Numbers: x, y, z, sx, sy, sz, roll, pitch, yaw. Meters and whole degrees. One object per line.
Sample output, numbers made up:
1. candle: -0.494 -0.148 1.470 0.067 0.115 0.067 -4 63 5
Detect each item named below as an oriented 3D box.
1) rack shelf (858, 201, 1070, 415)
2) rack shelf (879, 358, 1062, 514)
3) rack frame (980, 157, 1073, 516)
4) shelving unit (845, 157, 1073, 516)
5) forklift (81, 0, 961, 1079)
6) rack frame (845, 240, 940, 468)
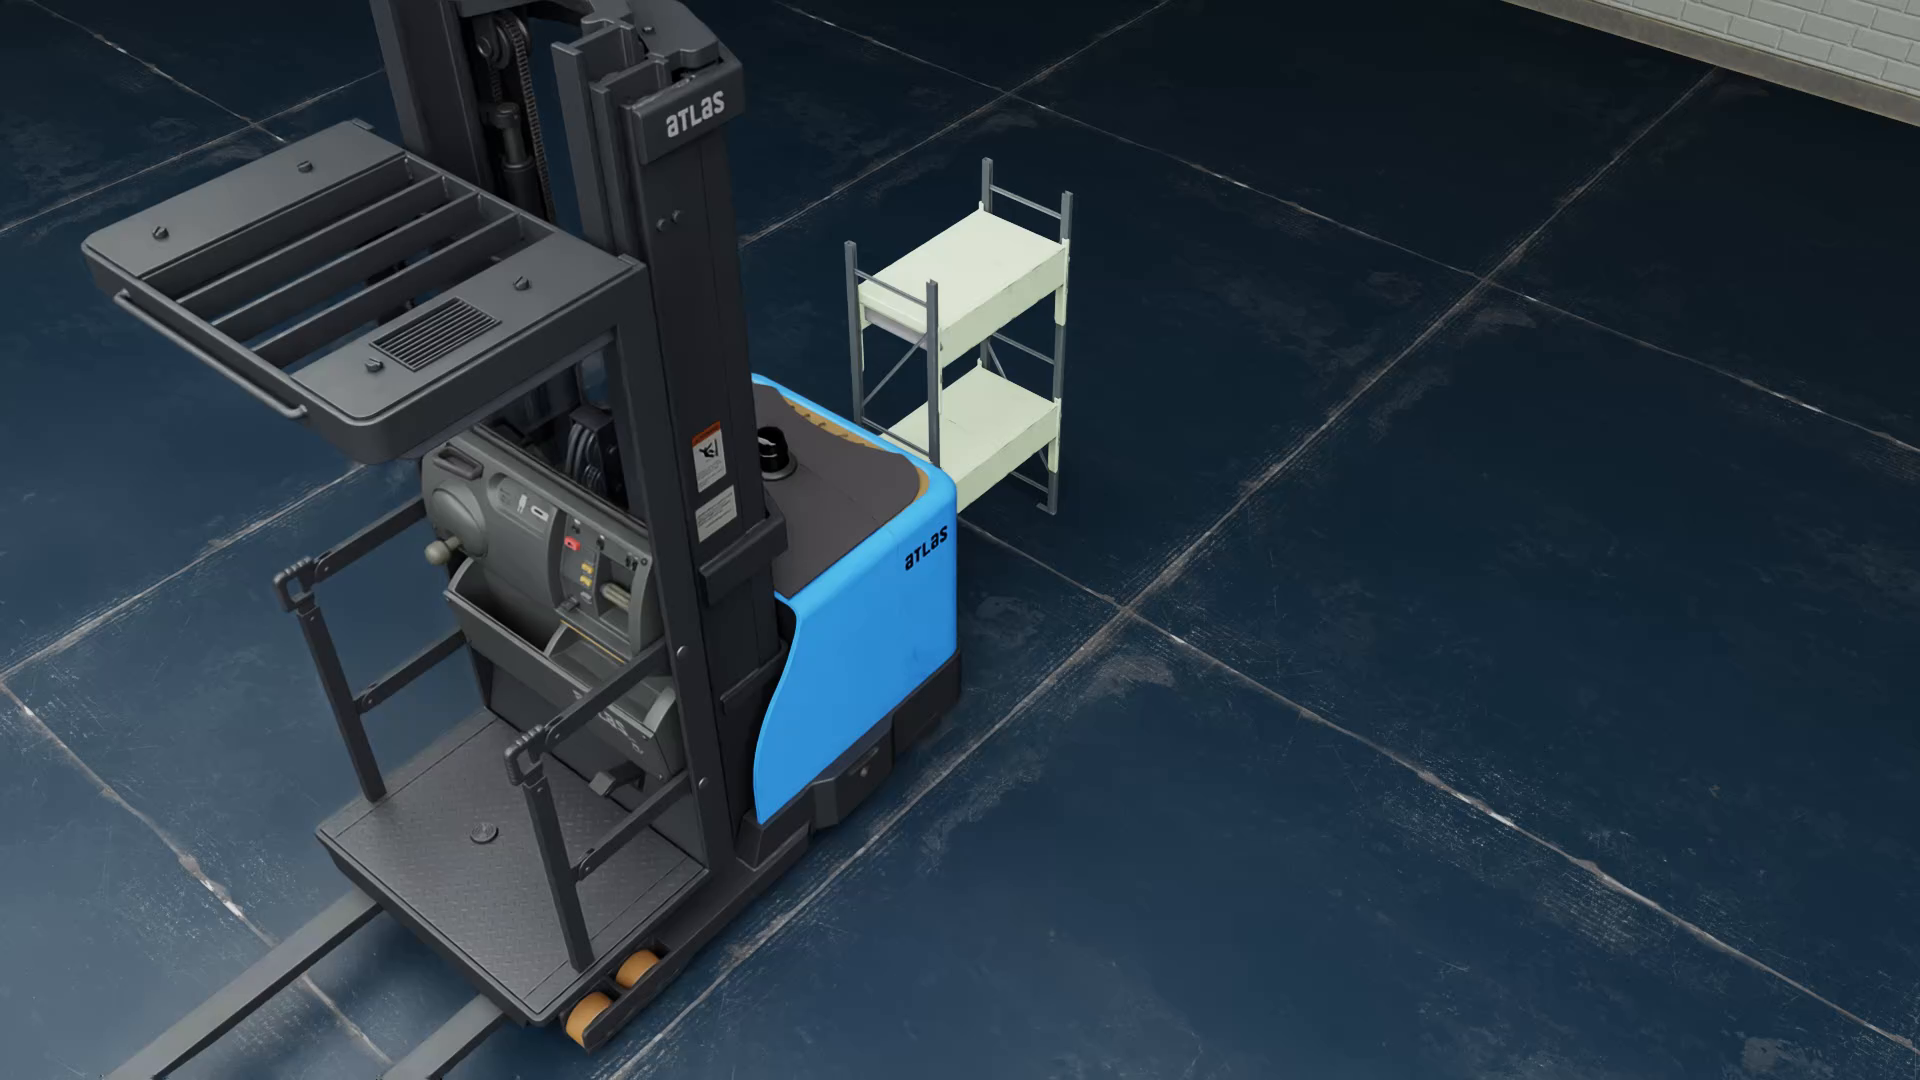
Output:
1. rack shelf: 0.004 -0.847 5.987 0.431 0.370 0.720 29 50 28
2. rack shelf: 0.004 -0.317 6.469 0.431 0.370 0.720 29 50 28
3. rack frame: 0.240 -0.747 6.457 0.400 1.500 0.023 29 50 28
4. shelving unit: 0.004 -0.558 6.249 0.431 1.500 0.755 29 50 28
5. forklift: -1.315 0.072 4.492 1.130 2.935 3.031 29 50 28
6. rack frame: -0.231 -0.370 6.042 0.400 1.500 0.023 29 50 28
